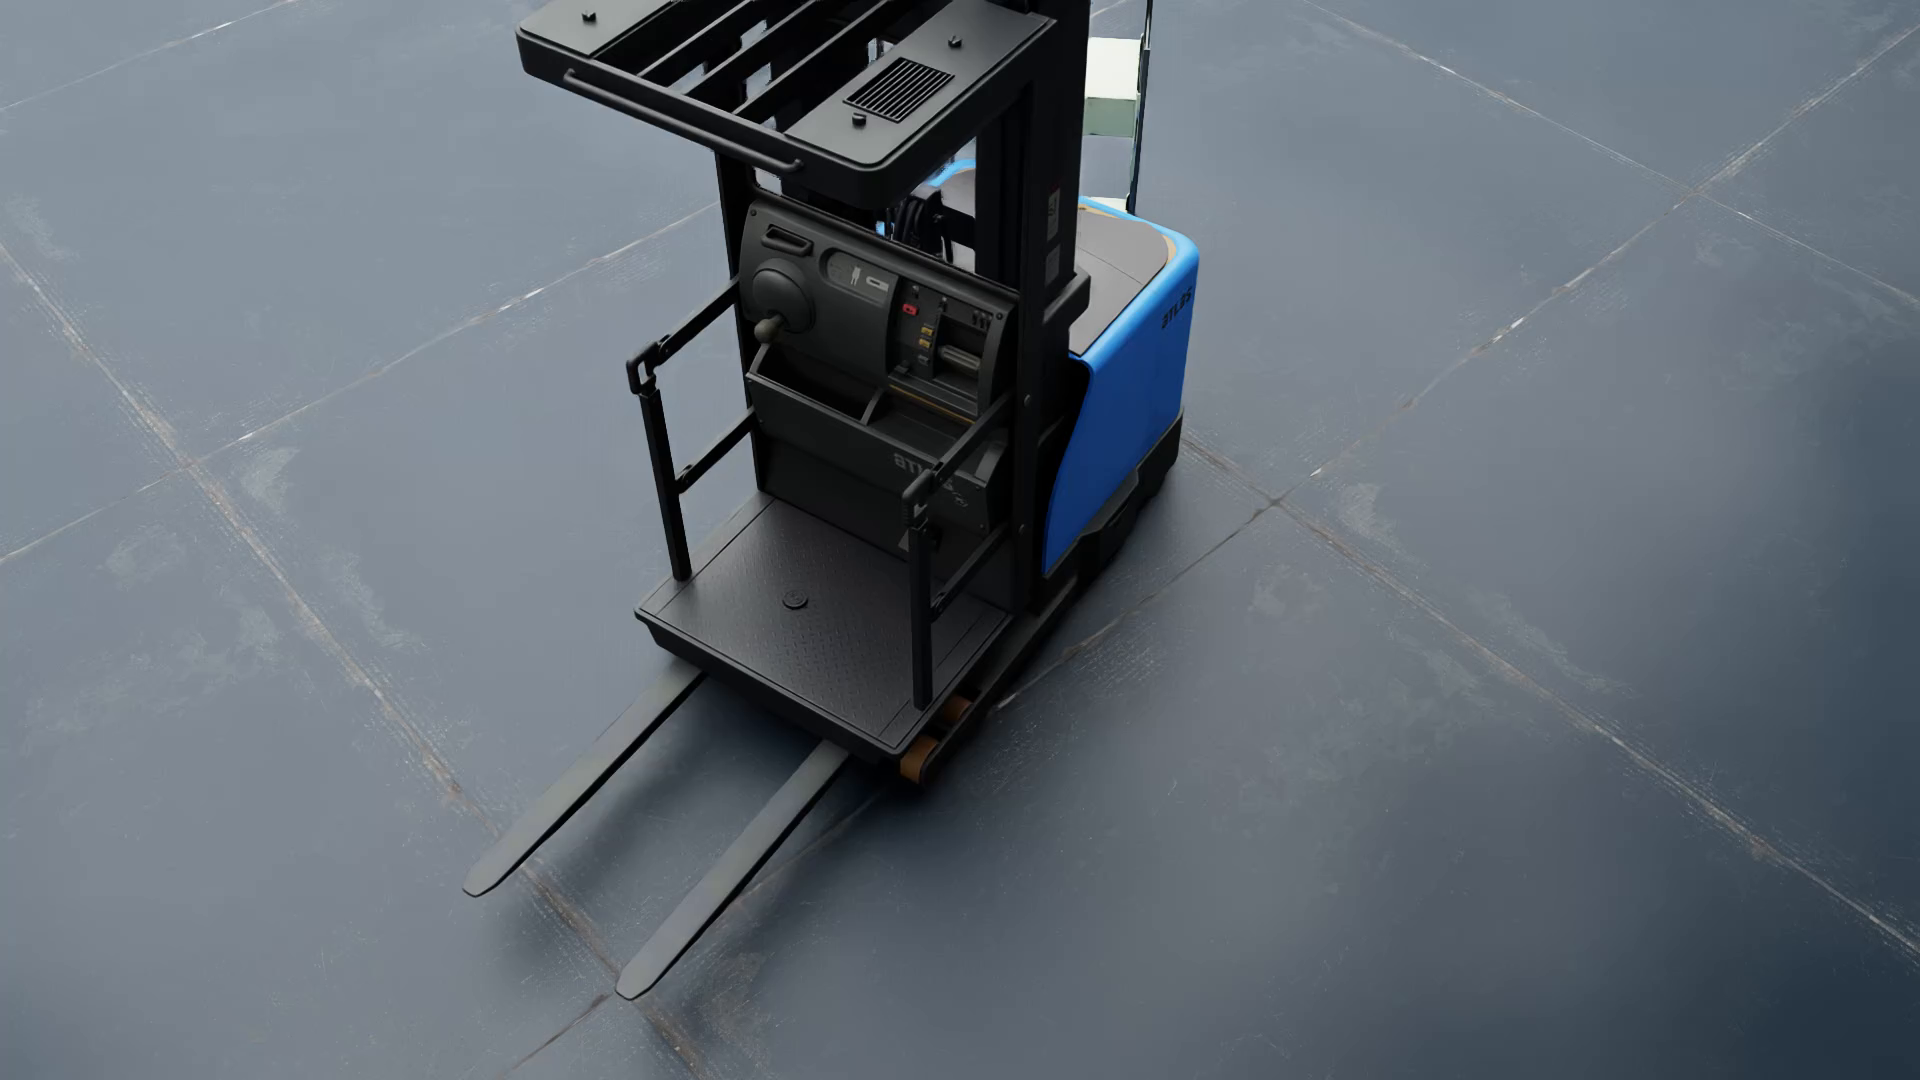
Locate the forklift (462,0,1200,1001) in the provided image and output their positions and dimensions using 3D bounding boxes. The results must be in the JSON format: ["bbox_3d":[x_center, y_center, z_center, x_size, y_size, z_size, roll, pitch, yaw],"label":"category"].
[{"bbox_3d":[-0.384,-0.593,4.803,1.130,2.935,3.031,26,52,22],"label":"forklift"}]

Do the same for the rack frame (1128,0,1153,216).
[{"bbox_3d":[0.673,-1.343,6.469,0.023,1.500,0.400,5,47,4],"label":"rack frame"}]

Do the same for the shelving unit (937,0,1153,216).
[{"bbox_3d":[0.309,-1.374,6.497,0.755,1.500,0.431,5,47,4],"label":"shelving unit"}]

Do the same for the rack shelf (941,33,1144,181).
[{"bbox_3d":[0.309,-1.638,6.210,0.720,0.370,0.431,5,47,4],"label":"rack shelf"}]

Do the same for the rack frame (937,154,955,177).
[{"bbox_3d":[-0.055,-1.404,6.525,0.023,1.500,0.400,5,47,4],"label":"rack frame"}]

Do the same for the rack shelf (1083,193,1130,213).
[{"bbox_3d":[0.309,-1.152,6.736,0.720,0.370,0.431,5,47,4],"label":"rack shelf"}]
